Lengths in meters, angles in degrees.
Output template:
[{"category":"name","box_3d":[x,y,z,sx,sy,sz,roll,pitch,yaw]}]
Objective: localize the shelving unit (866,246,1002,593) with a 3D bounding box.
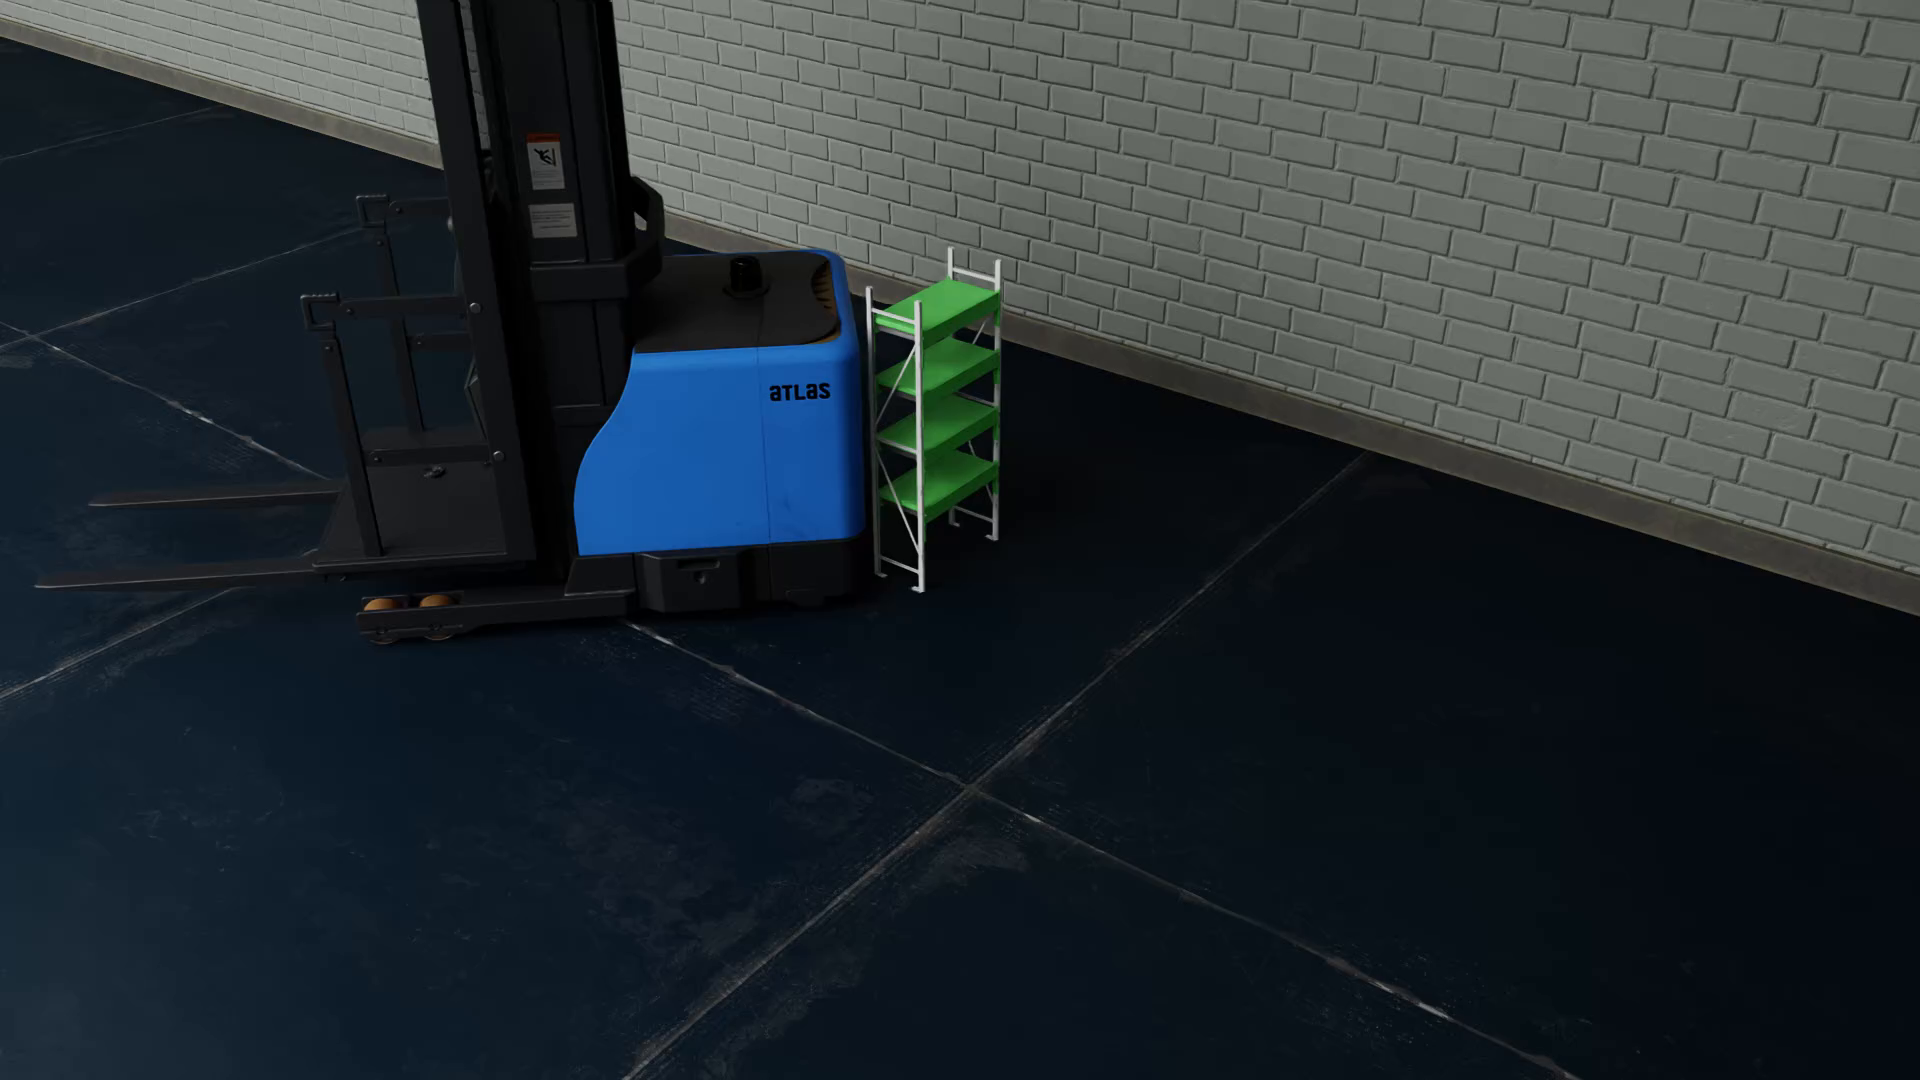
[{"category":"shelving unit","box_3d":[-0.089,-0.450,6.333,0.258,1.200,0.503,21,36,31]}]

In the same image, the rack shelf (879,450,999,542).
[{"category":"rack shelf","box_3d":[-0.089,-0.189,6.488,0.258,0.148,0.480,21,36,31]}]

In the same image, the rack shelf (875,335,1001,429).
[{"category":"rack shelf","box_3d":[-0.089,-0.602,6.243,0.258,0.148,0.480,21,36,31]}]

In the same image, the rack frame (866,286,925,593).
[{"category":"rack frame","box_3d":[-0.234,-0.350,6.164,0.240,1.200,0.015,21,36,31]}]

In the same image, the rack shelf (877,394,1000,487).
[{"category":"rack shelf","box_3d":[-0.089,-0.395,6.365,0.258,0.148,0.480,21,36,31]}]

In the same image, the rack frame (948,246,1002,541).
[{"category":"rack frame","box_3d":[0.055,-0.551,6.502,0.240,1.200,0.015,21,36,31]}]

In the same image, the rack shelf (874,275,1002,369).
[{"category":"rack shelf","box_3d":[-0.089,-0.808,6.121,0.258,0.148,0.480,21,36,31]}]

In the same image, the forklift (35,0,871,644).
[{"category":"forklift","box_3d":[-1.896,-1.165,5.841,3.031,2.935,1.130,-4,31,-6]}]
